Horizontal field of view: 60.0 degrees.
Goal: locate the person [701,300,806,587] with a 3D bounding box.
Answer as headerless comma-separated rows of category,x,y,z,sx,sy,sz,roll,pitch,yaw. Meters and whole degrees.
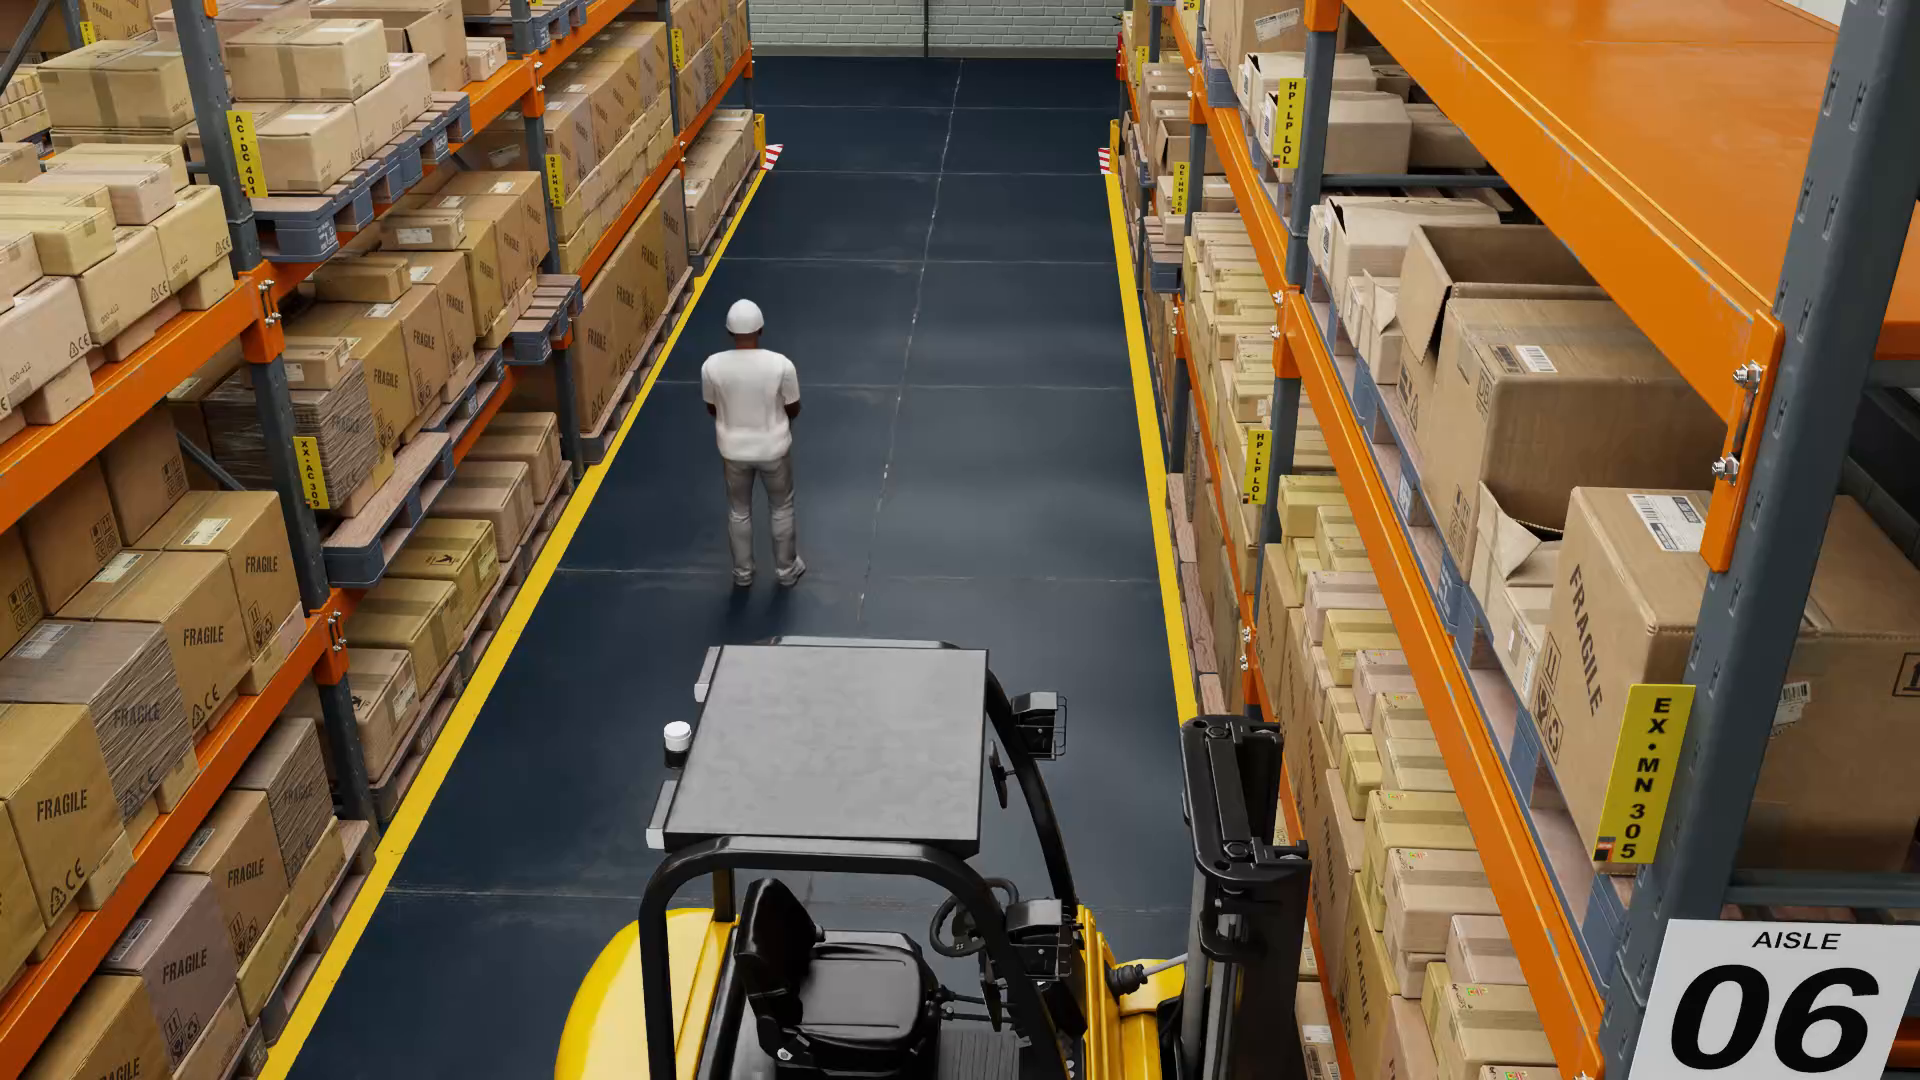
person,-1.186,-0.576,9.685,0.553,1.769,0.532,1,28,1
